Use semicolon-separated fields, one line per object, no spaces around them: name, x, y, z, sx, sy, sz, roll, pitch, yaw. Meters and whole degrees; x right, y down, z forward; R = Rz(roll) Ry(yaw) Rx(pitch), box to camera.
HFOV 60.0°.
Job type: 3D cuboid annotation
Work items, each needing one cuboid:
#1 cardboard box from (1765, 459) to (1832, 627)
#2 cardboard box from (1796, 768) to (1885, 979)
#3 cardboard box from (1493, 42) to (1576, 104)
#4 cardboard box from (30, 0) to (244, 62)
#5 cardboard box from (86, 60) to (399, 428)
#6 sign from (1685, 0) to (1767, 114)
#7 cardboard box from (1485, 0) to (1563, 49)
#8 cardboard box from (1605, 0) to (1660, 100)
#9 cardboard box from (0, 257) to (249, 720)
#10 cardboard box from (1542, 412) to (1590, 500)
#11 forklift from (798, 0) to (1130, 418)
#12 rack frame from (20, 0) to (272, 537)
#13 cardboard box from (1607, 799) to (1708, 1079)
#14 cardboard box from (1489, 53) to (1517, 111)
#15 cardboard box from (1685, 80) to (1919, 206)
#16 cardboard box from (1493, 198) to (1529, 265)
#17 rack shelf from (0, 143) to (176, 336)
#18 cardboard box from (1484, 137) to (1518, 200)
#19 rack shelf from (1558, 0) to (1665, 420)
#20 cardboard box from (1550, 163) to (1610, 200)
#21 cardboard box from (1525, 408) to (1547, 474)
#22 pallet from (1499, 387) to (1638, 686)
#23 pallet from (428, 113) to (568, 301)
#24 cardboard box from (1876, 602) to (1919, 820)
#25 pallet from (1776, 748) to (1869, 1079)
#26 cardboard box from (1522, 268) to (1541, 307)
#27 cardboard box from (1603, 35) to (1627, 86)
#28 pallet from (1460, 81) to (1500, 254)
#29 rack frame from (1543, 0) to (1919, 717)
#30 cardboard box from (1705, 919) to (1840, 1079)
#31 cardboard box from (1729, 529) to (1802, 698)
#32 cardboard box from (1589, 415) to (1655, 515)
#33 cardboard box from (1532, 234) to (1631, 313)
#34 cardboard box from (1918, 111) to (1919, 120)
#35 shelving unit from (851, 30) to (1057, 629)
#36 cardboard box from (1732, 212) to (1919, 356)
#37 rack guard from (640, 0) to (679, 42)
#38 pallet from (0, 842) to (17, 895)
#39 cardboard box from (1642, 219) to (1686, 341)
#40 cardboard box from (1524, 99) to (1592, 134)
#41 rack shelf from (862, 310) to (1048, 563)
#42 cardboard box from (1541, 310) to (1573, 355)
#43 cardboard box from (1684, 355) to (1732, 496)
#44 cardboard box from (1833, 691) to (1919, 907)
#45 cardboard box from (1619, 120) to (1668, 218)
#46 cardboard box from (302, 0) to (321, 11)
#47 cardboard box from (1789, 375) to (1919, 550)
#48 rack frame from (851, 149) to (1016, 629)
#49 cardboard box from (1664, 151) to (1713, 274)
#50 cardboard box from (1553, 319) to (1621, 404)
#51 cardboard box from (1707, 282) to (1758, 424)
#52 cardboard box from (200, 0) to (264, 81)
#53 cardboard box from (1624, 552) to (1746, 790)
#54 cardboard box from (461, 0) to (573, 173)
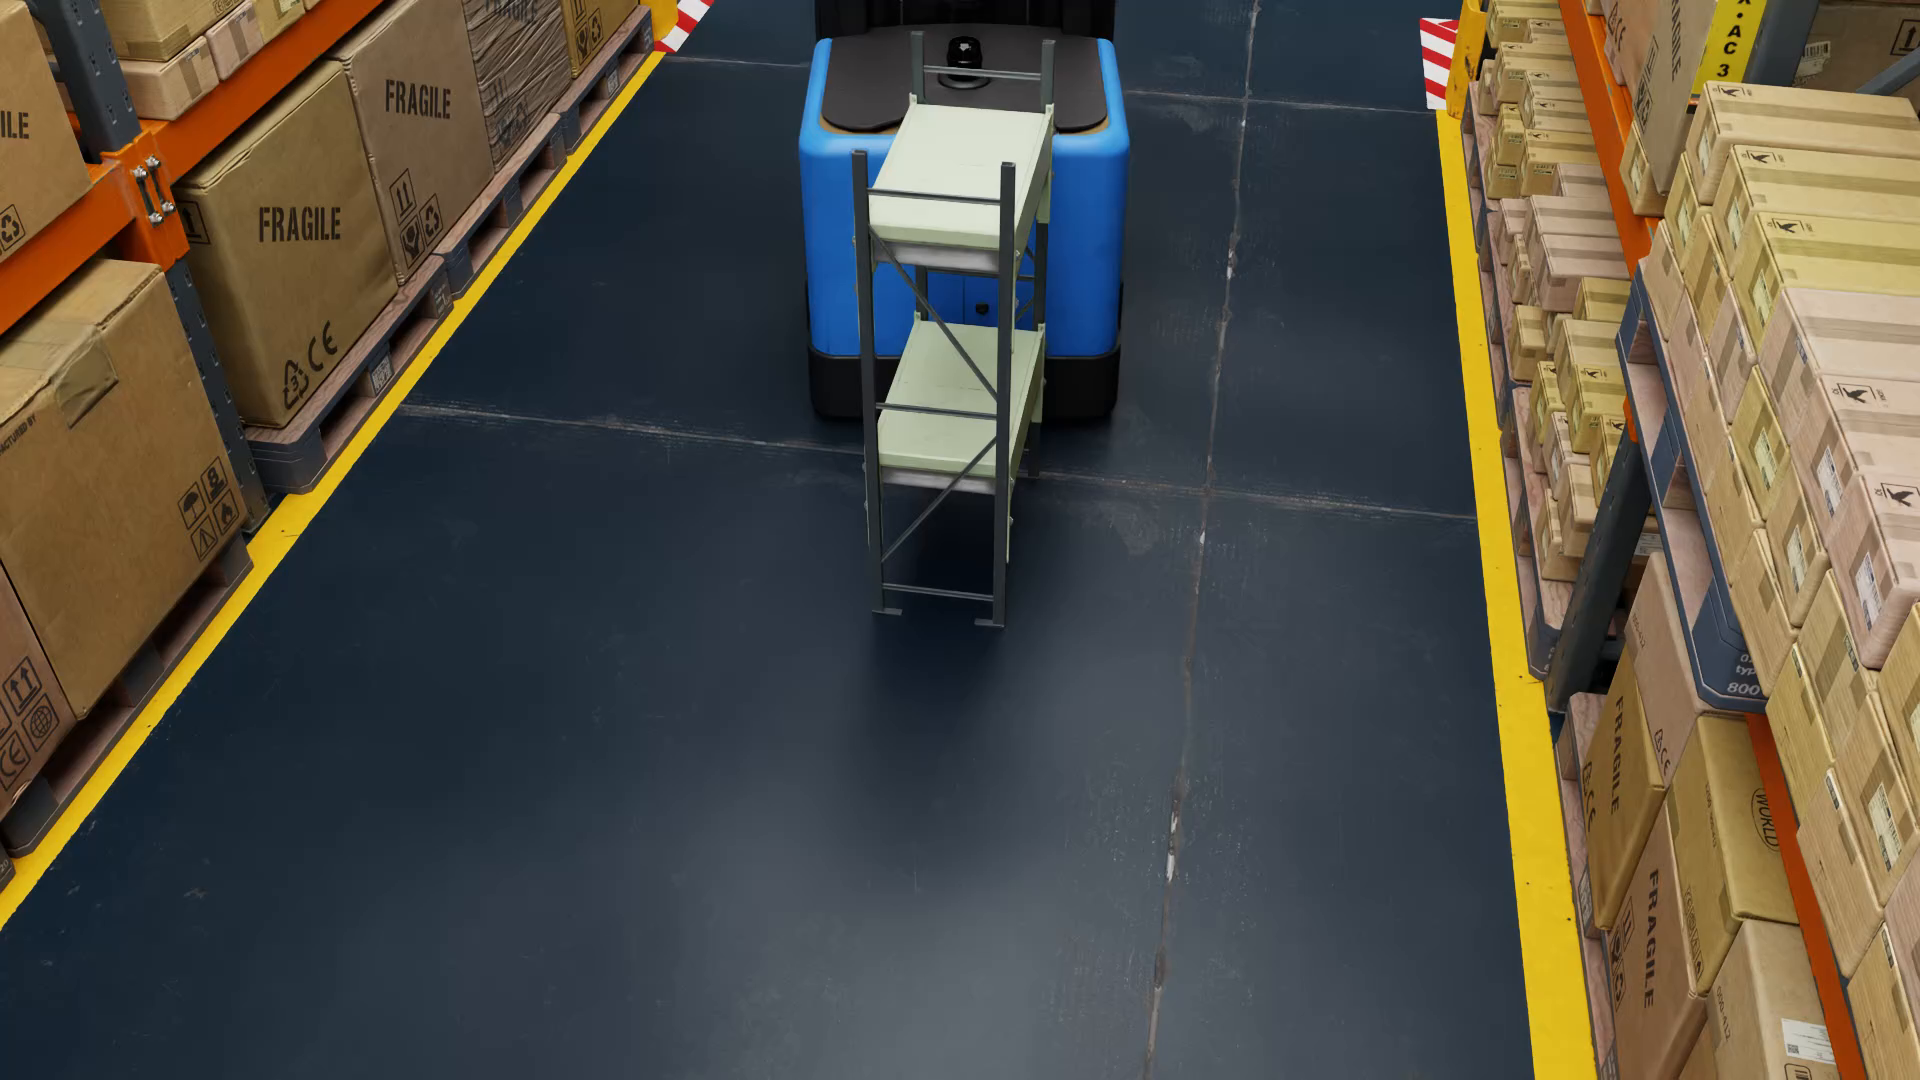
cardboard box;1.451;0.023;2.502;0.380;0.149;0.250;8;40;9
cardboard box;1.360;0.458;2.209;0.380;0.149;0.250;5;40;6
cardboard box;2.316;-1.832;6.553;0.380;0.149;0.250;6;40;8
cardboard box;-2.380;-1.584;4.697;0.500;0.250;0.500;6;40;7
cardboard box;-2.526;-1.010;5.455;0.875;0.875;0.875;6;40;8
sign;1.613;-1.040;3.474;0.100;0.325;0.005;6;40;8
cardboard box;2.415;-2.163;6.953;0.380;0.149;0.250;5;40;6
cardboard box;2.045;-1.465;4.356;0.500;0.500;0.500;5;40;6
cardboard box;-2.810;-0.201;4.477;1.225;0.875;0.875;7;40;8
cardboard box;1.924;-0.233;4.852;0.380;0.149;0.250;5;40;6
forklift;0.018;-2.454;5.918;1.130;2.935;3.031;0;40;0
rack frame;-2.719;-1.262;4.422;1.000;3.000;0.127;6;40;8
cardboard box;1.669;0.917;3.419;0.500;0.500;0.500;8;40;10
cardboard box;2.394;-1.873;6.836;0.380;0.149;0.250;6;40;7
cardboard box;1.627;-0.749;3.203;0.380;0.149;0.250;8;40;10
cardboard box;2.202;-1.136;6.177;0.380;0.149;0.250;5;40;6
rack shelf;-3.065;0.271;3.133;1.077;0.370;4.000;6;40;8
cardboard box;2.281;-1.453;6.561;0.380;0.149;0.250;7;40;8
rack shelf;2.494;-1.629;5.431;1.077;0.370;4.000;6;40;8
cardboard box;2.258;-1.166;5.747;0.380;0.149;0.250;6;40;8
cardboard box;1.990;-0.325;5.197;0.380;0.149;0.250;5;40;6
pallet;2.230;-0.002;5.087;1.003;0.211;1.213;6;40;8
pallet;-2.302;-1.423;6.806;1.003;0.211;1.213;6;40;8
cardboard box;1.361;0.232;2.016;0.380;0.149;0.250;8;40;9
pallet;1.758;0.686;2.217;1.003;0.211;1.213;6;40;8
cardboard box;2.171;-0.804;5.776;0.380;0.149;0.250;7;40;9
cardboard box;2.096;-1.427;4.819;0.380;0.149;0.250;5;40;6
pallet;2.652;-1.533;6.939;1.003;0.211;1.213;6;40;8
rack frame;2.148;-0.651;3.684;1.000;3.000;0.127;6;40;8
cardboard box;1.578;0.950;2.791;0.500;0.250;0.500;8;40;9
cardboard box;1.450;0.129;2.608;0.380;0.149;0.250;5;40;6
cardboard box;1.953;-0.196;4.573;0.380;0.149;0.250;7;40;9
cardboard box;2.072;-0.852;5.367;0.380;0.149;0.250;5;40;6
cardboard box;2.482;-1.087;3.899;0.500;0.500;0.500;6;40;7
shelving unit;-0.001;-0.574;4.767;0.431;1.500;0.755;6;40;8
cardboard box;1.538;-0.413;2.796;0.380;0.149;0.250;7;40;8
rack guard;-2.023;-2.824;8.273;1.175;0.500;0.348;6;40;8
pallet;-2.987;1.074;3.786;1.003;0.211;1.213;6;40;8
cardboard box;1.627;-0.520;3.392;0.380;0.149;0.250;5;40;6
cardboard box;2.298;-1.495;6.145;0.380;0.149;0.250;8;40;9
rack shelf;-0.001;-0.323;4.975;0.431;0.370;0.720;6;40;8
cardboard box;2.118;-0.712;5.431;0.380;0.149;0.250;7;40;9
cardboard box;1.538;-0.189;2.992;0.380;0.149;0.250;7;40;8
cardboard box;1.359;0.347;2.110;0.380;0.149;0.250;6;40;7
cardboard box;1.904;-0.933;4.222;0.380;0.149;0.250;5;40;6
cardboard box;-2.206;-1.809;5.281;0.380;0.149;0.250;5;40;6
cardboard box;1.449;-0.096;2.412;0.380;0.149;0.250;6;40;7
rack frame;-0.064;-0.344;4.489;0.400;1.500;0.023;6;40;8
cardboard box;1.627;-0.634;3.297;0.380;0.149;0.250;7;40;8
cardboard box;1.995;-0.517;4.963;0.380;0.149;0.250;6;40;7
cardboard box;1.540;-0.310;2.904;0.380;0.149;0.250;7;40;9
cardboard box;-2.295;-1.479;4.881;0.380;0.149;0.250;5;40;6
cardboard box;1.760;0.296;3.582;0.500;0.250;0.500;5;40;6
cardboard box;-2.217;-2.133;6.814;0.875;0.875;0.875;6;40;8
